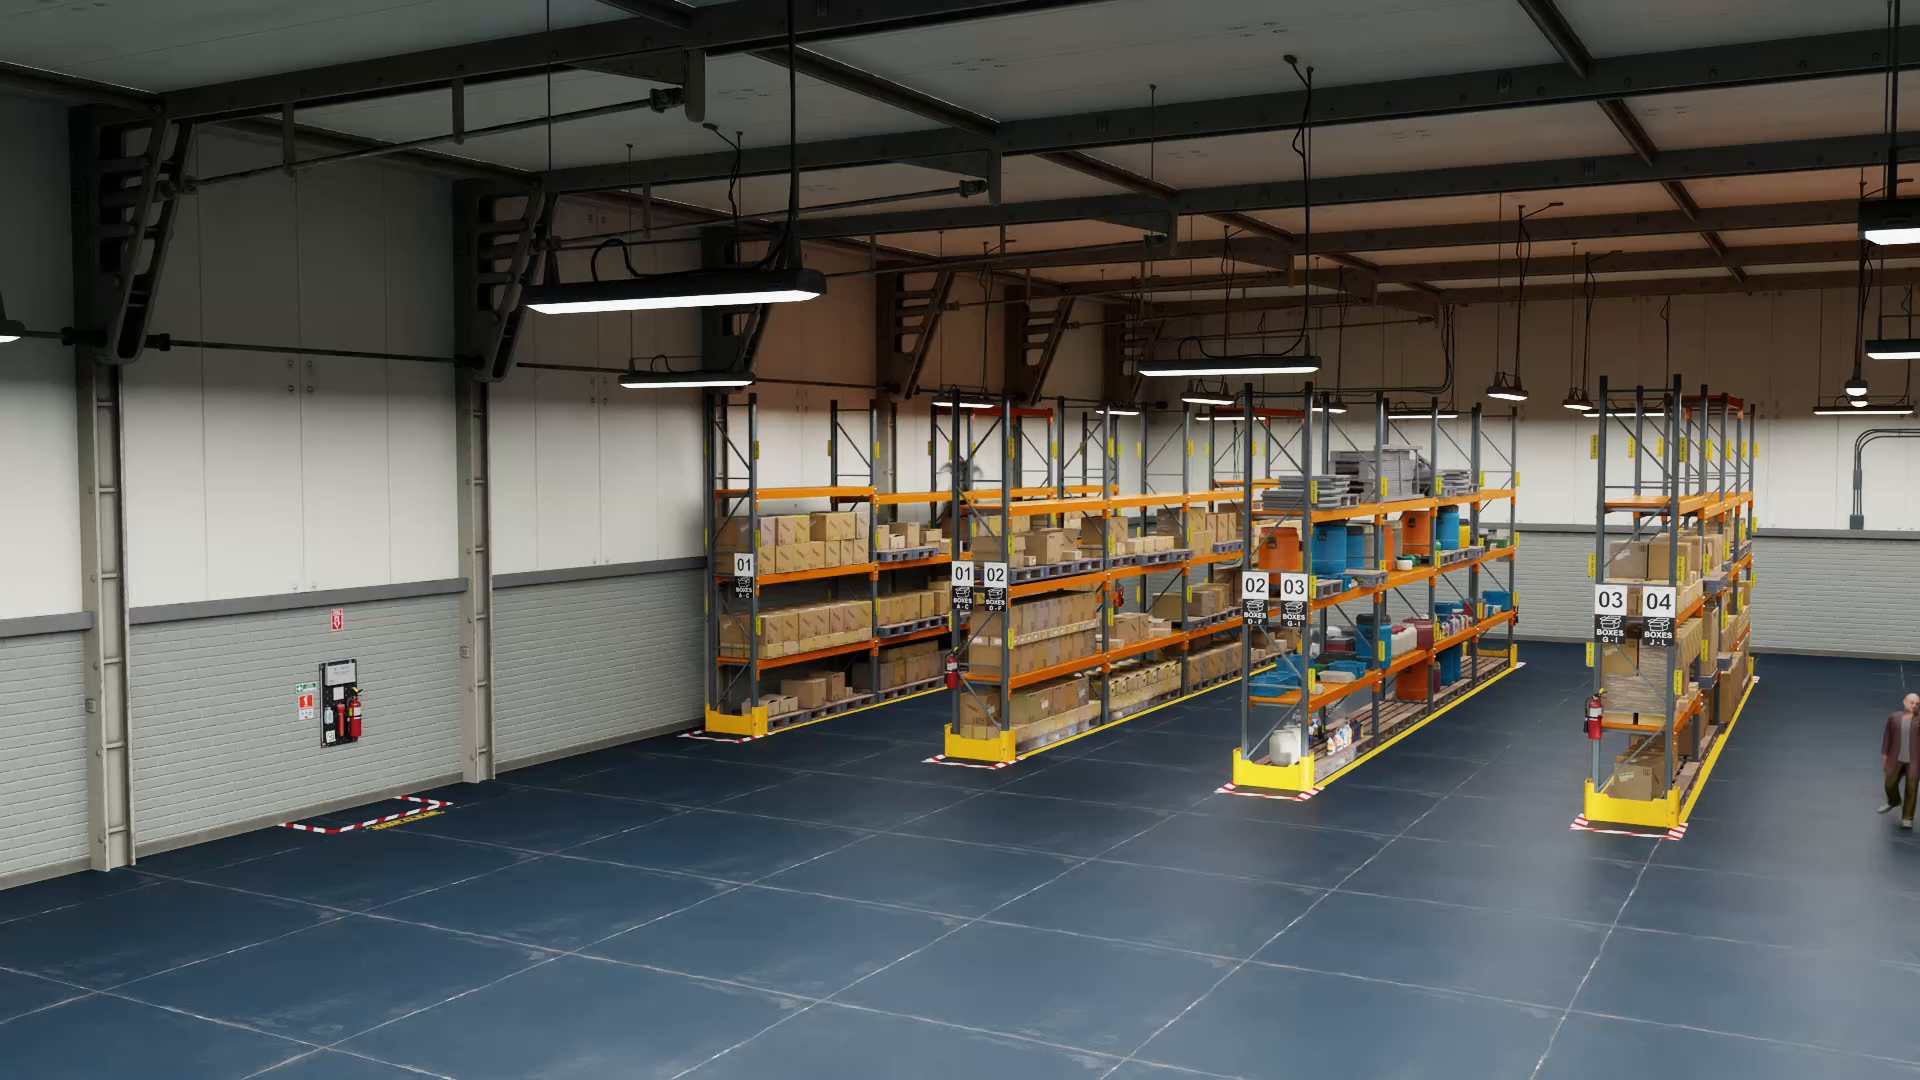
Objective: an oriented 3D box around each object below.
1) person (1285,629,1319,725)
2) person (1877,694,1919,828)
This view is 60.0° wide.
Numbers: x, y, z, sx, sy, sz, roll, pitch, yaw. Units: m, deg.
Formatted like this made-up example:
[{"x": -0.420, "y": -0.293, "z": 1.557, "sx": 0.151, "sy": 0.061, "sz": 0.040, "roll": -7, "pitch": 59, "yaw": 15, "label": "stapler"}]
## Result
[{"x": 6.277, "y": 2.452, "z": 30.084, "sx": 0.932, "sy": 1.746, "sz": 0.743, "roll": -1, "pitch": 3, "yaw": -22, "label": "person"}, {"x": 12.598, "y": 2.913, "z": 22.140, "sx": 0.700, "sy": 1.766, "sz": 0.622, "roll": 3, "pitch": 4, "yaw": 40, "label": "person"}]
